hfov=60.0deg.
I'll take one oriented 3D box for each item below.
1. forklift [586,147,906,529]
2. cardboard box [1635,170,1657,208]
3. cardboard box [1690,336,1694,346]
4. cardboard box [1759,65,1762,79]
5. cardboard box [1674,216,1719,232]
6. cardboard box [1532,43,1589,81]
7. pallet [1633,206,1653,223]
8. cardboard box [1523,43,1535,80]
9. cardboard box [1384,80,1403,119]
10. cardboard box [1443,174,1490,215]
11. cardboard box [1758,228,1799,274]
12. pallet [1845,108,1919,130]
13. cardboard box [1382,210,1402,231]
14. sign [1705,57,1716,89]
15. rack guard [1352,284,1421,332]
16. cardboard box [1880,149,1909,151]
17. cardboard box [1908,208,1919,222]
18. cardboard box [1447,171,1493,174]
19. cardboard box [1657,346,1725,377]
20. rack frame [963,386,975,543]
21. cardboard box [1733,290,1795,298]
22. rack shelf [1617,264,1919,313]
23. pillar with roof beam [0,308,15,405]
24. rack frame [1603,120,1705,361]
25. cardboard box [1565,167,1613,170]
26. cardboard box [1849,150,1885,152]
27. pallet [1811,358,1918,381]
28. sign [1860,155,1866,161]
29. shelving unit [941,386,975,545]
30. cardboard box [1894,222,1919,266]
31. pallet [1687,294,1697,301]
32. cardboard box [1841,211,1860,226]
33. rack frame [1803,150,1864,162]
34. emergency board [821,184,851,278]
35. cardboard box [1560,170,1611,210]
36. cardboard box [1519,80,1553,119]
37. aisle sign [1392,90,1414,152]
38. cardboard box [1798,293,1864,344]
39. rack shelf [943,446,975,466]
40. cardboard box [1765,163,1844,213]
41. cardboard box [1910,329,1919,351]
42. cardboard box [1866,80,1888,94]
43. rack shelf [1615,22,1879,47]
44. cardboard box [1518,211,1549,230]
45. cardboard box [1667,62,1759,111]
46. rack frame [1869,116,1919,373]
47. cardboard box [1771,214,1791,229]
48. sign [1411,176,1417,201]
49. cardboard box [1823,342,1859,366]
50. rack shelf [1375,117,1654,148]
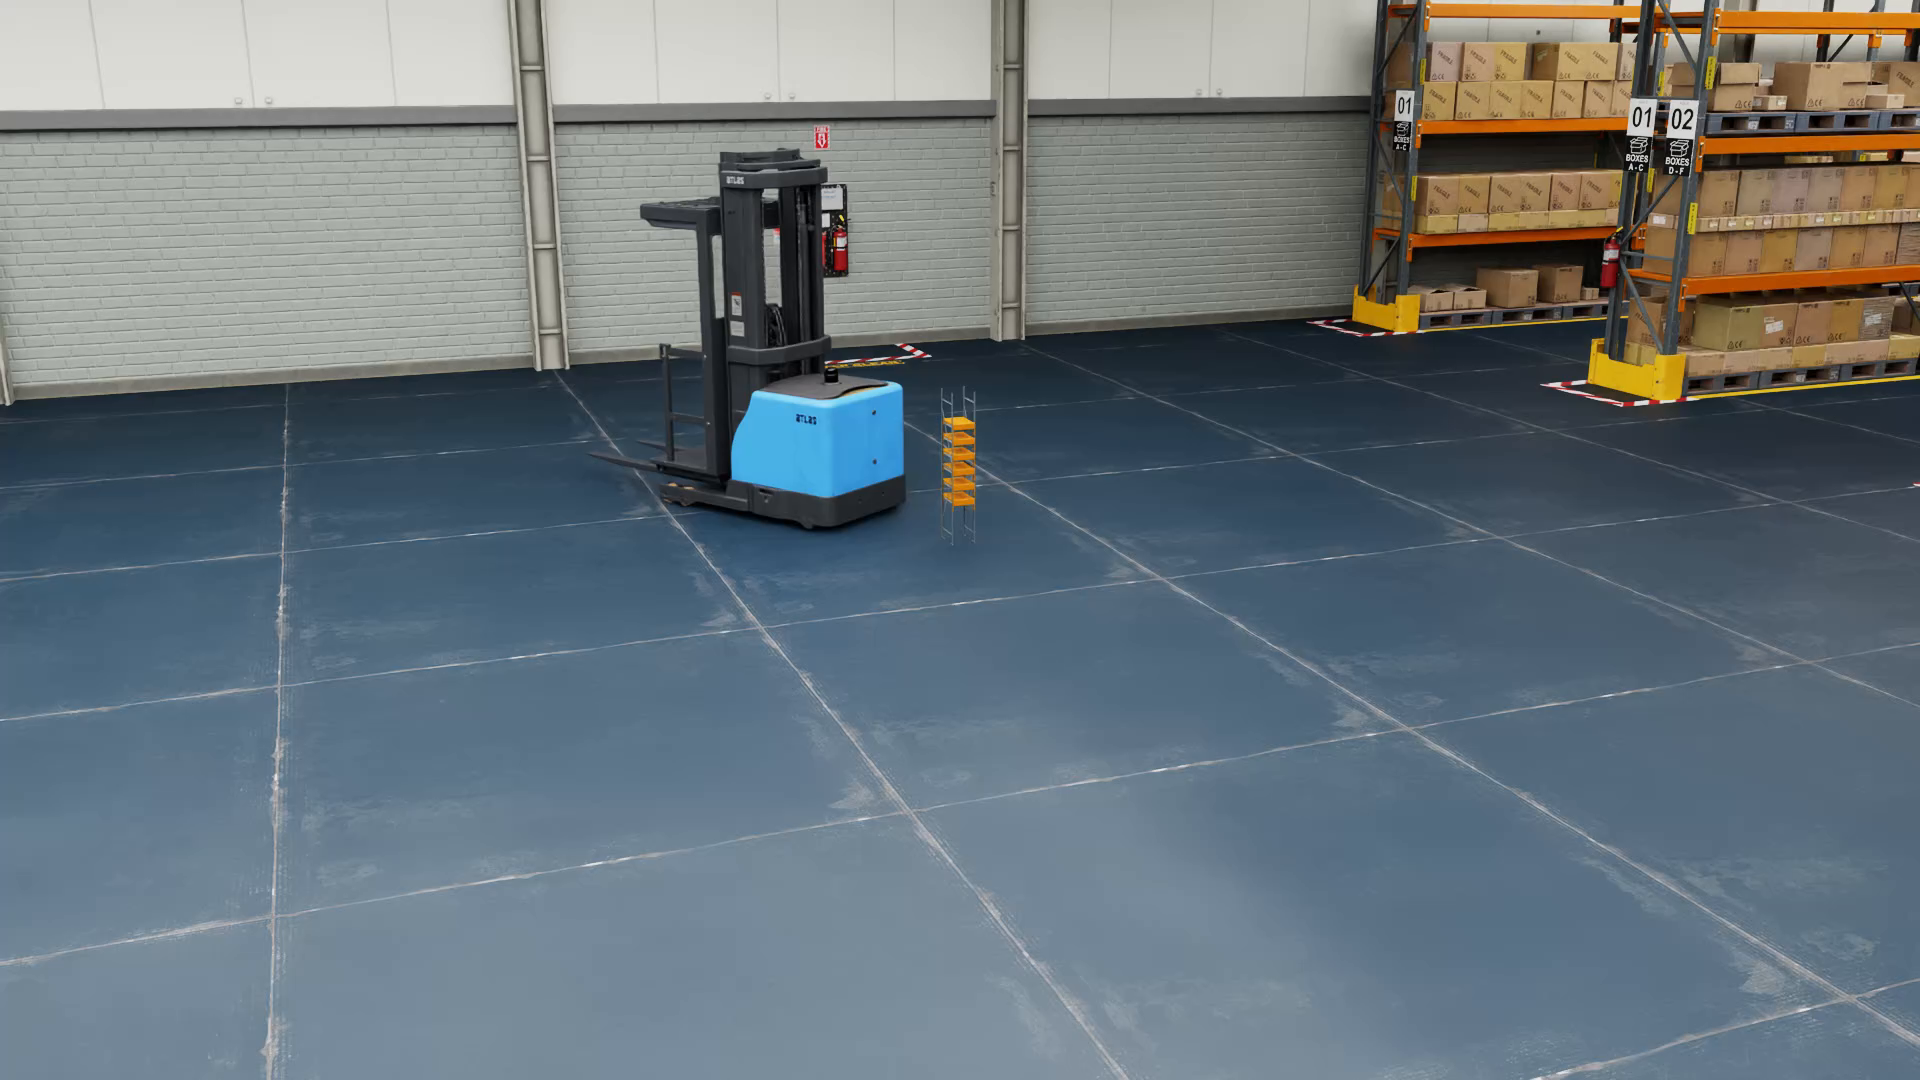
[{"bbox_3d":[-1.947,-1.800,14.027,3.031,2.935,1.130,12,20,34],"label":"forklift"},{"bbox_3d":[10.115,-5.151,24.357,0.500,0.500,0.700,-6,17,-20],"label":"cardboard box"},{"bbox_3d":[8.526,-2.211,19.438,0.500,0.250,0.500,-6,17,-20],"label":"cardboard box"},{"bbox_3d":[11.318,-6.697,24.332,0.500,0.500,0.500,-7,18,-22],"label":"cardboard box"},{"bbox_3d":[8.112,-3.485,18.315,0.250,0.149,0.380,-6,18,-20],"label":"cardboard box"},{"bbox_3d":[8.265,-6.591,22.907,0.500,0.500,0.500,-7,18,-22],"label":"cardboard box"},{"bbox_3d":[10.393,-4.796,24.448,1.213,0.211,1.003,-6,17,-20],"label":"pallet"},{"bbox_3d":[7.648,-6.685,23.230,0.500,0.500,0.500,-6,17,-20],"label":"cardboard box"},{"bbox_3d":[6.191,-6.052,22.846,0.500,0.500,0.500,-5,17,-16],"label":"cardboard box"},{"bbox_3d":[6.911,-4.760,22.883,0.500,0.500,0.500,-6,17,-20],"label":"cardboard box"},{"bbox_3d":[9.063,-3.338,18.963,0.500,0.500,0.700,-6,17,-20],"label":"cardboard box"},{"bbox_3d":[10.616,-4.850,19.125,1.213,0.211,1.003,-6,17,-20],"label":"pallet"},{"bbox_3d":[6.259,-4.482,23.268,0.500,0.250,0.500,-6,17,-19],"label":"cardboard box"},{"bbox_3d":[7.861,-4.893,17.422,0.005,0.325,0.100,-6,17,-20],"label":"sign"},{"bbox_3d":[5.963,-3.254,23.294,0.348,0.500,1.175,-6,17,-20],"label":"rack guard"},{"bbox_3d":[14.658,-6.029,26.233,0.500,0.250,0.500,-7,18,-21],"label":"cardboard box"},{"bbox_3d":[10.995,-3.798,19.378,0.250,0.149,0.380,-7,18,-21],"label":"cardboard box"},{"bbox_3d":[7.211,-4.948,23.526,0.500,0.500,0.500,-7,18,-22],"label":"cardboard box"},{"bbox_3d":[8.249,-2.021,18.791,0.500,0.250,0.500,-6,17,-20],"label":"cardboard box"},{"bbox_3d":[0.072,-0.583,12.956,0.006,1.200,0.240,-6,17,-20],"label":"rack frame"},{"bbox_3d":[9.459,-2.672,19.679,0.500,0.500,0.500,-6,17,-20],"label":"cardboard box"},{"bbox_3d":[9.536,-3.000,19.266,4.000,0.370,1.077,-6,17,-20],"label":"rack shelf"},{"bbox_3d":[-9.031,-4.675,13.048,0.400,9.000,9.100,-6,17,-20],"label":"pillar with roof beam"},{"bbox_3d":[7.668,-3.143,18.478,0.127,3.000,1.000,-6,17,-20],"label":"rack frame"},{"bbox_3d":[9.114,-5.154,24.227,0.500,0.500,0.500,-7,18,-21],"label":"cardboard box"},{"bbox_3d":[14.178,-5.978,26.060,0.500,0.250,0.500,-7,18,-22],"label":"cardboard box"},{"bbox_3d":[10.646,-2.139,20.009,1.213,0.211,1.003,-6,17,-20],"label":"pallet"},{"bbox_3d":[13.566,-5.628,25.027,0.005,0.325,0.100,-6,17,-20],"label":"sign"},{"bbox_3d":[-0.014,-0.574,12.924,0.189,1.200,0.258,-6,17,-20],"label":"shelving unit"},{"bbox_3d":[10.991,-3.548,19.679,0.500,0.500,0.700,-7,18,-22],"label":"cardboard box"},{"bbox_3d":[11.495,-3.714,25.373,1.213,0.211,1.003,-6,17,-20],"label":"pallet"},{"bbox_3d":[10.040,-3.694,19.026,0.250,0.149,0.380,-6,17,-18],"label":"cardboard box"},{"bbox_3d":[13.363,-5.253,25.662,0.127,3.000,1.000,-6,17,-20],"label":"rack frame"},{"bbox_3d":[-1.688,-3.900,21.056,0.643,1.169,0.194,-6,17,-20],"label":"emergency board"},{"bbox_3d":[8.833,-4.966,23.585,0.500,0.500,0.500,-6,17,-20],"label":"cardboard box"},{"bbox_3d":[7.784,-6.069,22.904,0.500,0.500,0.500,-5,17,-17],"label":"cardboard box"},{"bbox_3d":[5.932,-5.607,22.255,0.004,0.787,0.394,-6,17,-20],"label":"aisle sign"},{"bbox_3d":[10.112,-2.585,19.383,0.500,0.500,0.500,-6,17,-20],"label":"cardboard box"},{"bbox_3d":[-0.014,-0.647,12.903,0.180,0.103,0.258,-6,17,-20],"label":"rack shelf"},{"bbox_3d":[9.586,-4.019,18.980,0.500,0.500,0.700,-6,17,-20],"label":"cardboard box"},{"bbox_3d":[11.869,-2.404,20.096,0.500,0.250,0.500,-7,18,-21],"label":"cardboard box"},{"bbox_3d":[10.335,-5.176,19.241,0.500,0.311,0.500,-7,18,-23],"label":"cardboard box"},{"bbox_3d":[11.495,-7.392,24.288,4.000,0.370,1.077,-6,17,-20],"label":"rack shelf"},{"bbox_3d":[7.892,-4.506,23.349,0.500,0.250,0.500,-6,17,-20],"label":"cardboard box"},{"bbox_3d":[8.206,-4.957,18.156,0.637,0.503,0.797,-5,17,-16],"label":"cardboard box"},{"bbox_3d":[11.404,-3.547,19.852,0.127,3.000,1.000,-6,17,-20],"label":"rack frame"},{"bbox_3d":[9.075,-3.590,18.670,0.250,0.149,0.380,-7,18,-22],"label":"cardboard box"},{"bbox_3d":[6.087,-4.719,22.307,0.005,0.325,0.100,-6,17,-20],"label":"sign"},{"bbox_3d":[10.117,-2.222,19.477,0.500,0.250,0.500,-6,17,-20],"label":"cardboard box"},{"bbox_3d":[7.760,-5.742,23.281,4.000,0.370,1.077,-6,17,-20],"label":"rack shelf"}]
